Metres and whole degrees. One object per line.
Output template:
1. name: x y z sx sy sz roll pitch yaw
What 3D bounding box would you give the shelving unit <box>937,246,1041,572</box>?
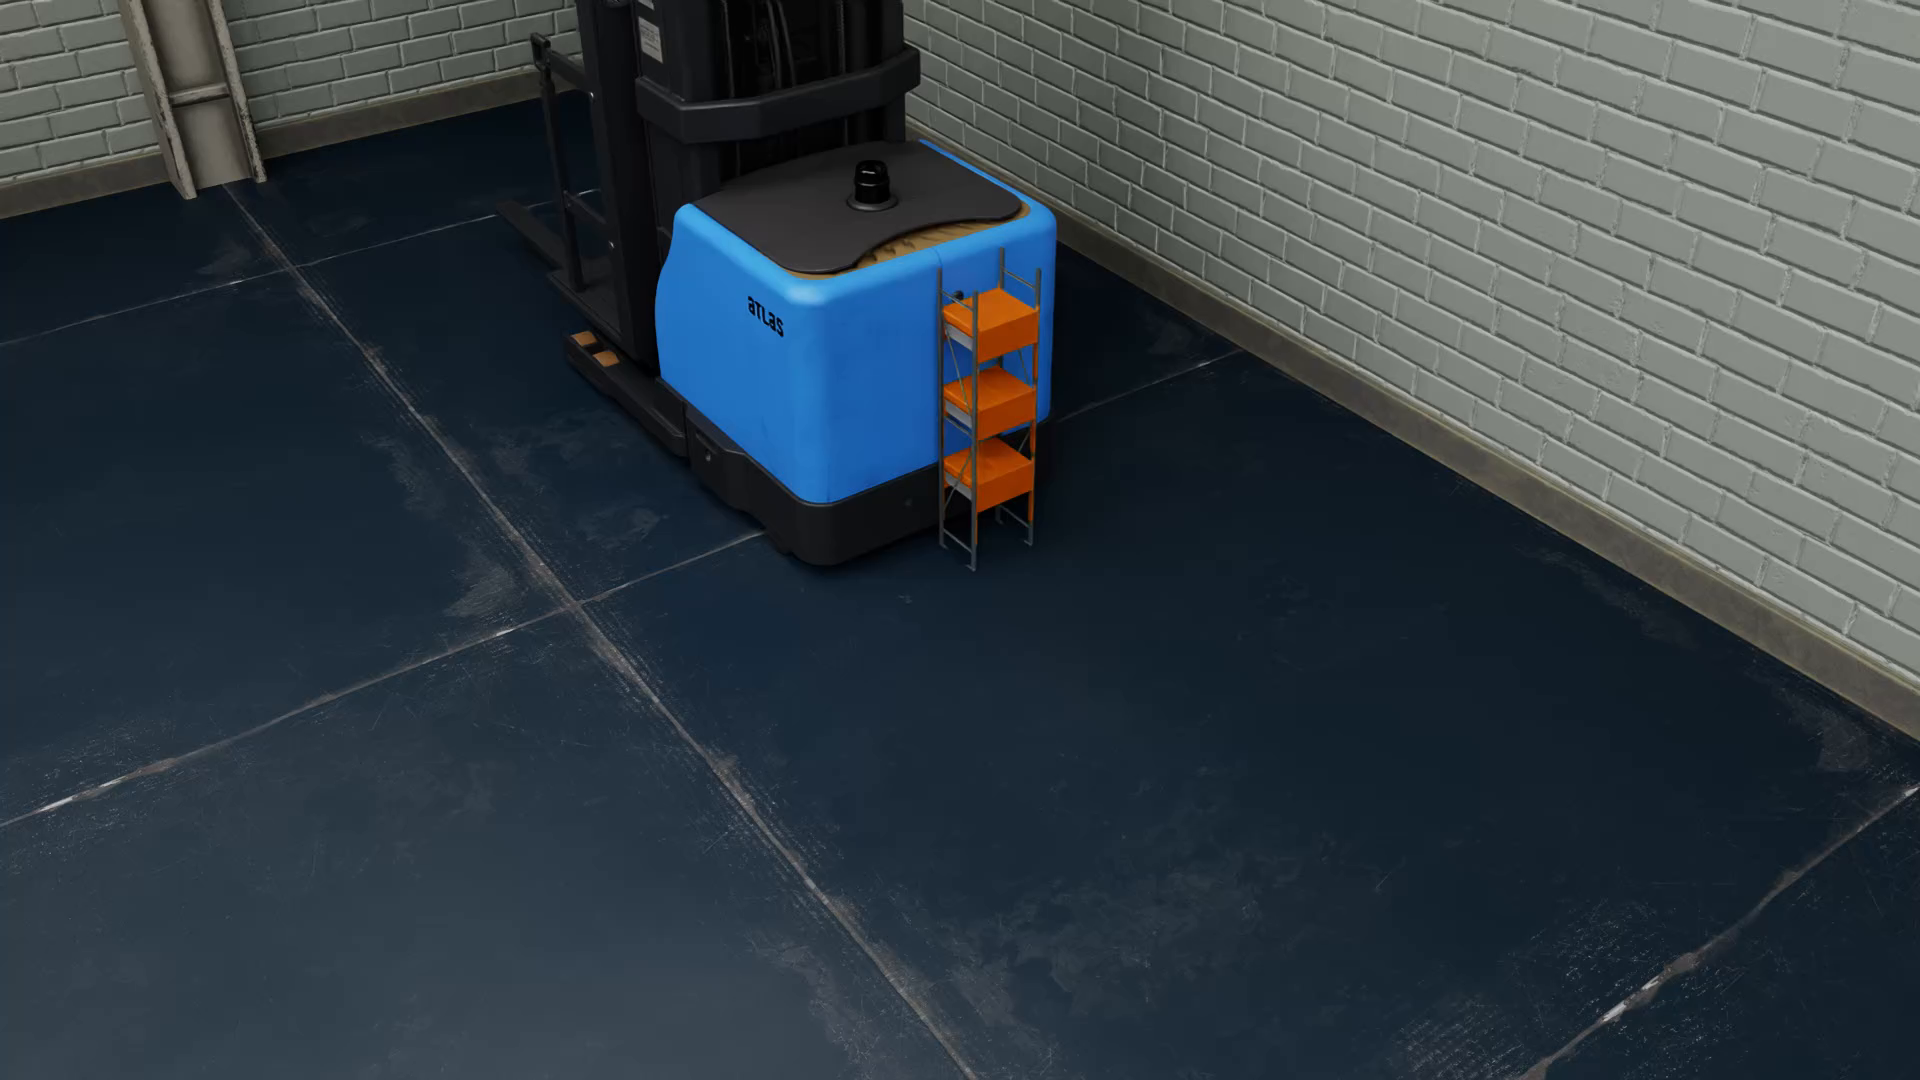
1. shelving unit: 0.089 -0.408 5.418 0.252 1.050 0.215 -23 42 -29

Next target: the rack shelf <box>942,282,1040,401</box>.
1. rack shelf: 0.089 -0.630 5.259 0.240 0.259 0.215 -23 42 -29

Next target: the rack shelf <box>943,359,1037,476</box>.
1. rack shelf: 0.089 -0.400 5.424 0.240 0.259 0.215 -23 42 -29

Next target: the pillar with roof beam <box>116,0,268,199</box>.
1. pillar with roof beam: -1.190 -3.384 2.748 0.400 9.000 9.100 -22 41 -28

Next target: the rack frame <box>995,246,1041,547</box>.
1. rack frame: 0.187 -0.451 5.477 0.008 1.050 0.200 -23 42 -29

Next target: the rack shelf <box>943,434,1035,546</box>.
1. rack shelf: 0.089 -0.174 5.587 0.240 0.259 0.215 -23 42 -29

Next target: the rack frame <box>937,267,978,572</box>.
1. rack frame: -0.008 -0.366 5.359 0.008 1.050 0.200 -23 42 -29

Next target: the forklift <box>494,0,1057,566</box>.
1. forklift: -0.936 -1.917 5.905 1.130 2.935 3.031 -23 42 -28
